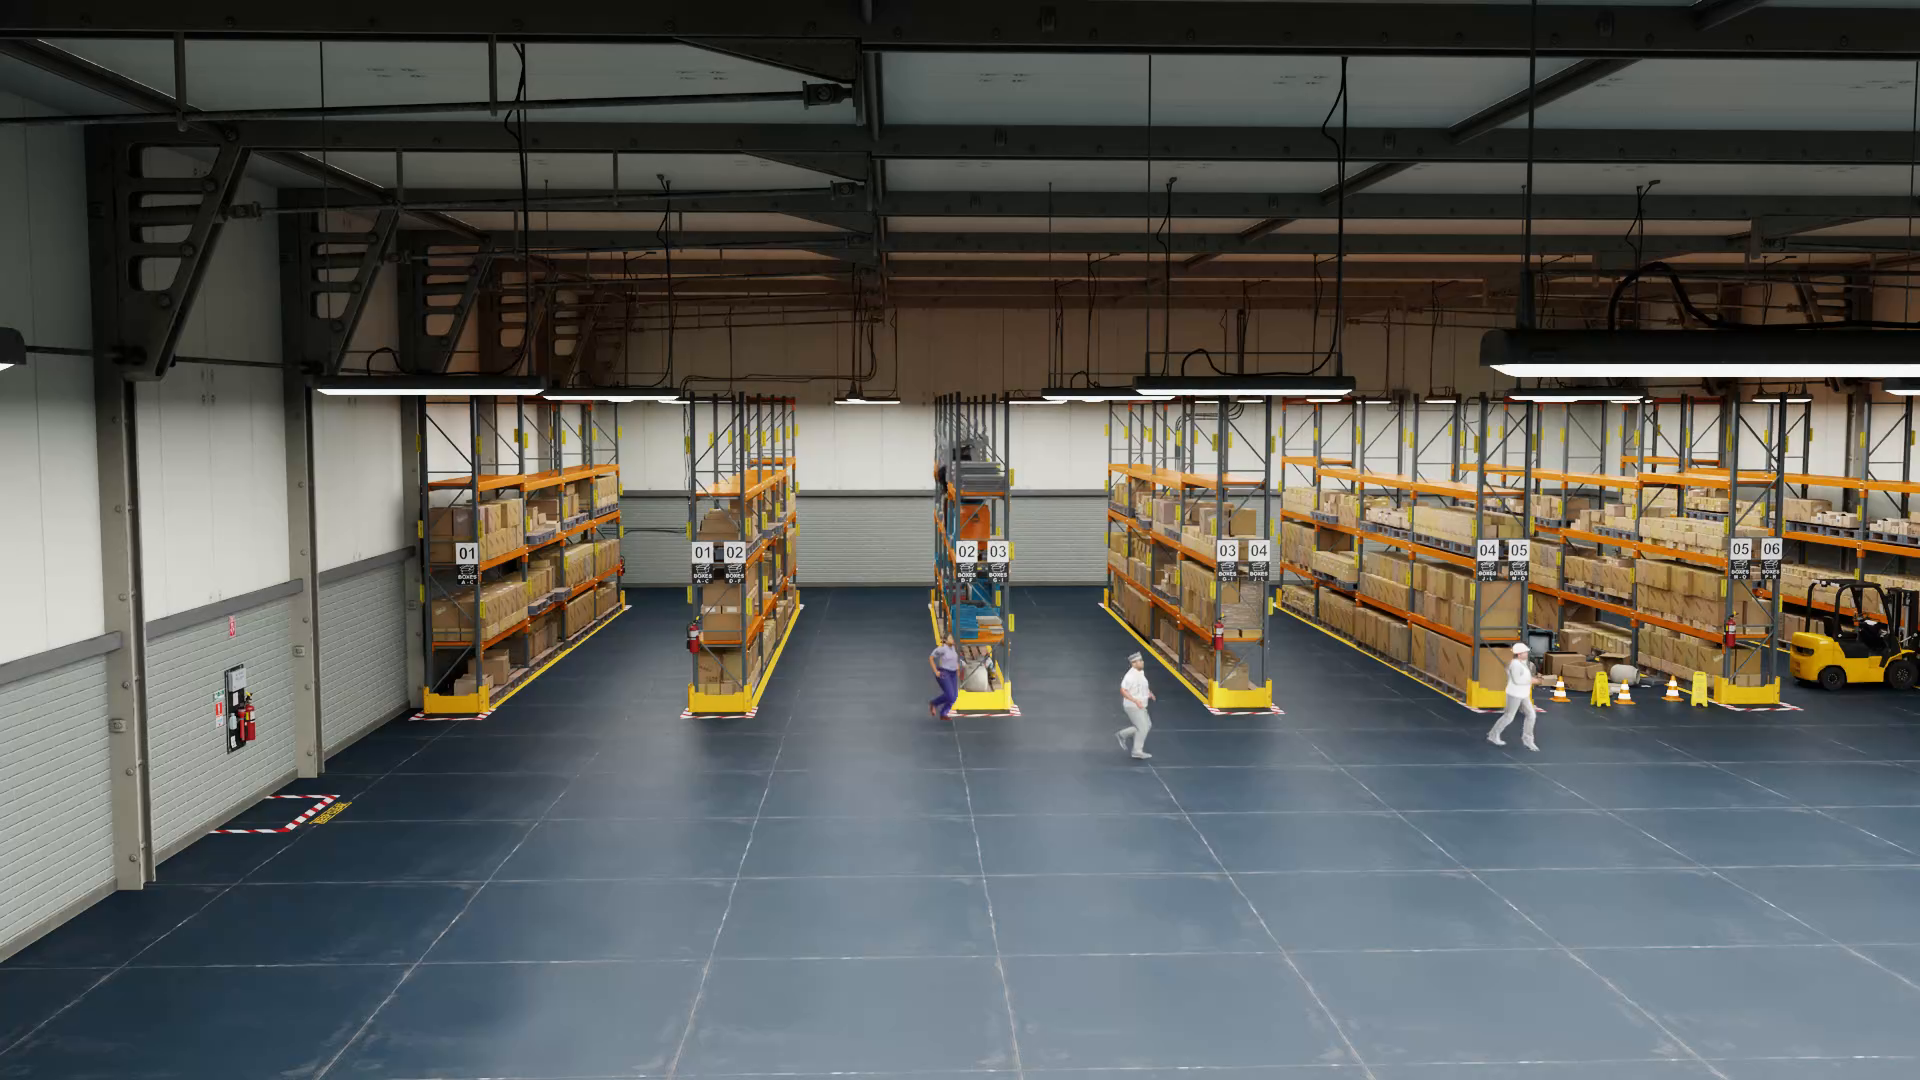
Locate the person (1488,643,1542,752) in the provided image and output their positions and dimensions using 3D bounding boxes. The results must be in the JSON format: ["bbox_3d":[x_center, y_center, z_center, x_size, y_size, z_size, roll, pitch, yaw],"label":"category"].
[{"bbox_3d":[9.261,2.613,27.733,0.843,1.820,0.587,3,6,37],"label":"person"}]

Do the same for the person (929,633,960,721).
[{"bbox_3d":[-0.218,2.501,30.445,0.521,1.580,0.656,3,6,35],"label":"person"}]

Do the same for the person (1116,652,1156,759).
[{"bbox_3d":[2.831,2.680,27.114,0.664,1.740,0.656,2,5,25],"label":"person"}]
